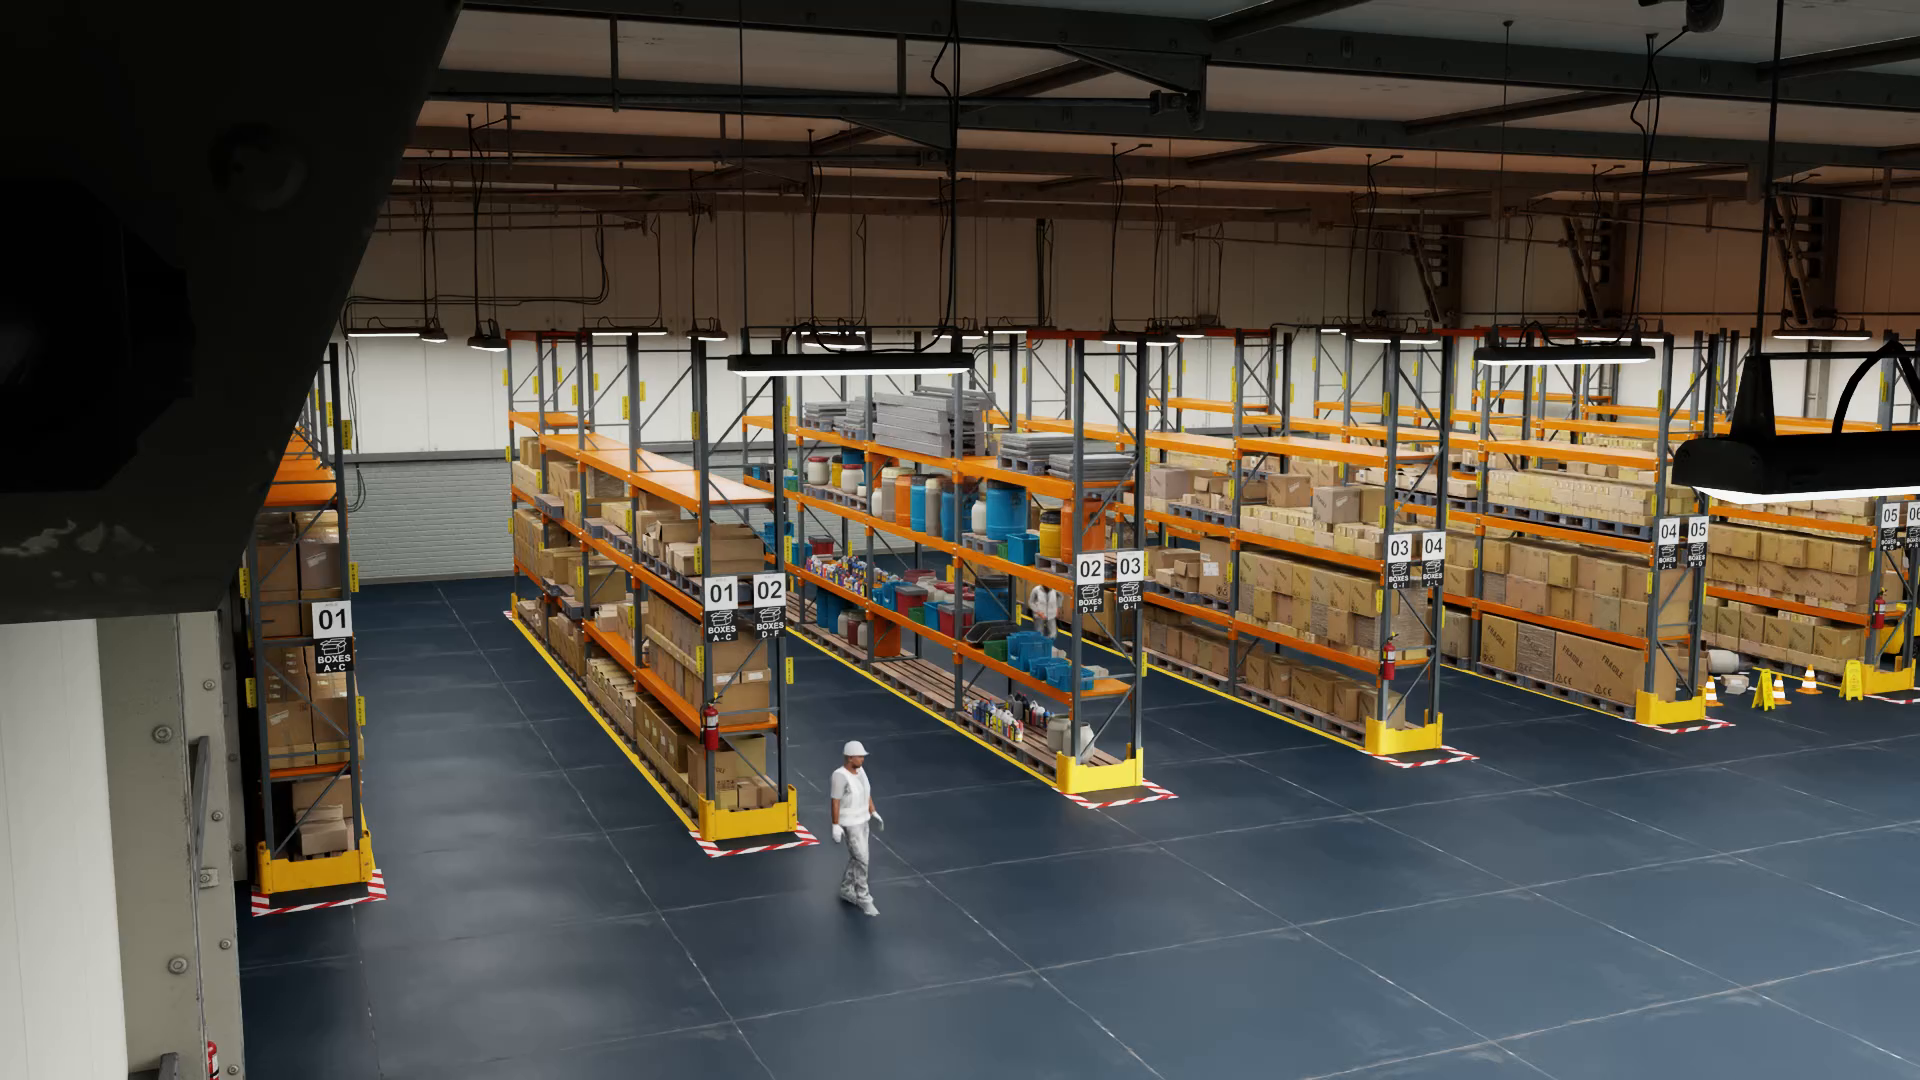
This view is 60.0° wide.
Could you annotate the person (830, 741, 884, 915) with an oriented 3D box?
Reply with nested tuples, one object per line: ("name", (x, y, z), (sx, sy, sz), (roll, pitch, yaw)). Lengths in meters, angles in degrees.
("person", (-1.058, 3.065, 17.774), (0.592, 1.833, 0.581), (3, 8, 23))

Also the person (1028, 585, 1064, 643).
("person", (1.563, 1.377, 30.335), (0.701, 1.686, 0.718), (-2, 8, -12))
